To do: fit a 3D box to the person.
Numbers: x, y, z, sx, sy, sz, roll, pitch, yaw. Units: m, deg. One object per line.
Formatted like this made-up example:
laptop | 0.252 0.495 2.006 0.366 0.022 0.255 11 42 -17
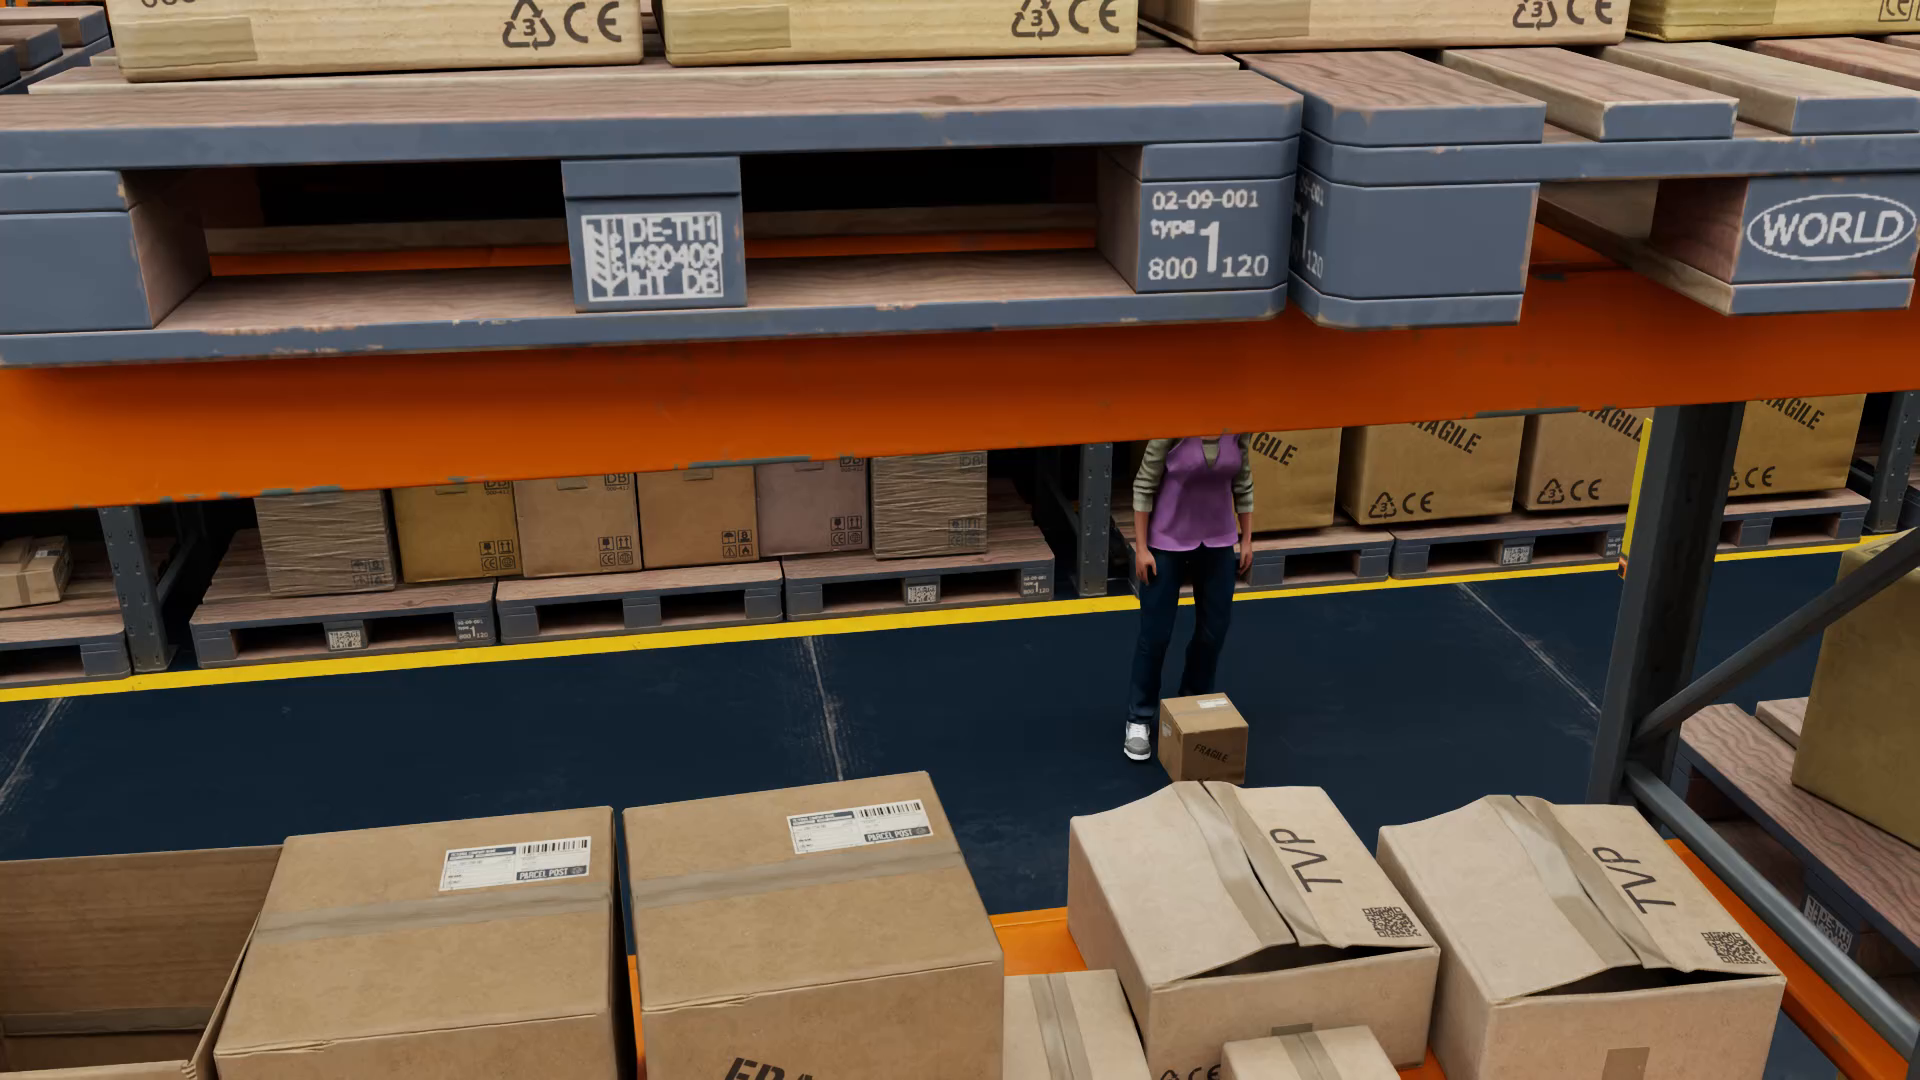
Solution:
person | 0.837 0.033 6.051 0.485 1.581 0.343 -6 24 -13
